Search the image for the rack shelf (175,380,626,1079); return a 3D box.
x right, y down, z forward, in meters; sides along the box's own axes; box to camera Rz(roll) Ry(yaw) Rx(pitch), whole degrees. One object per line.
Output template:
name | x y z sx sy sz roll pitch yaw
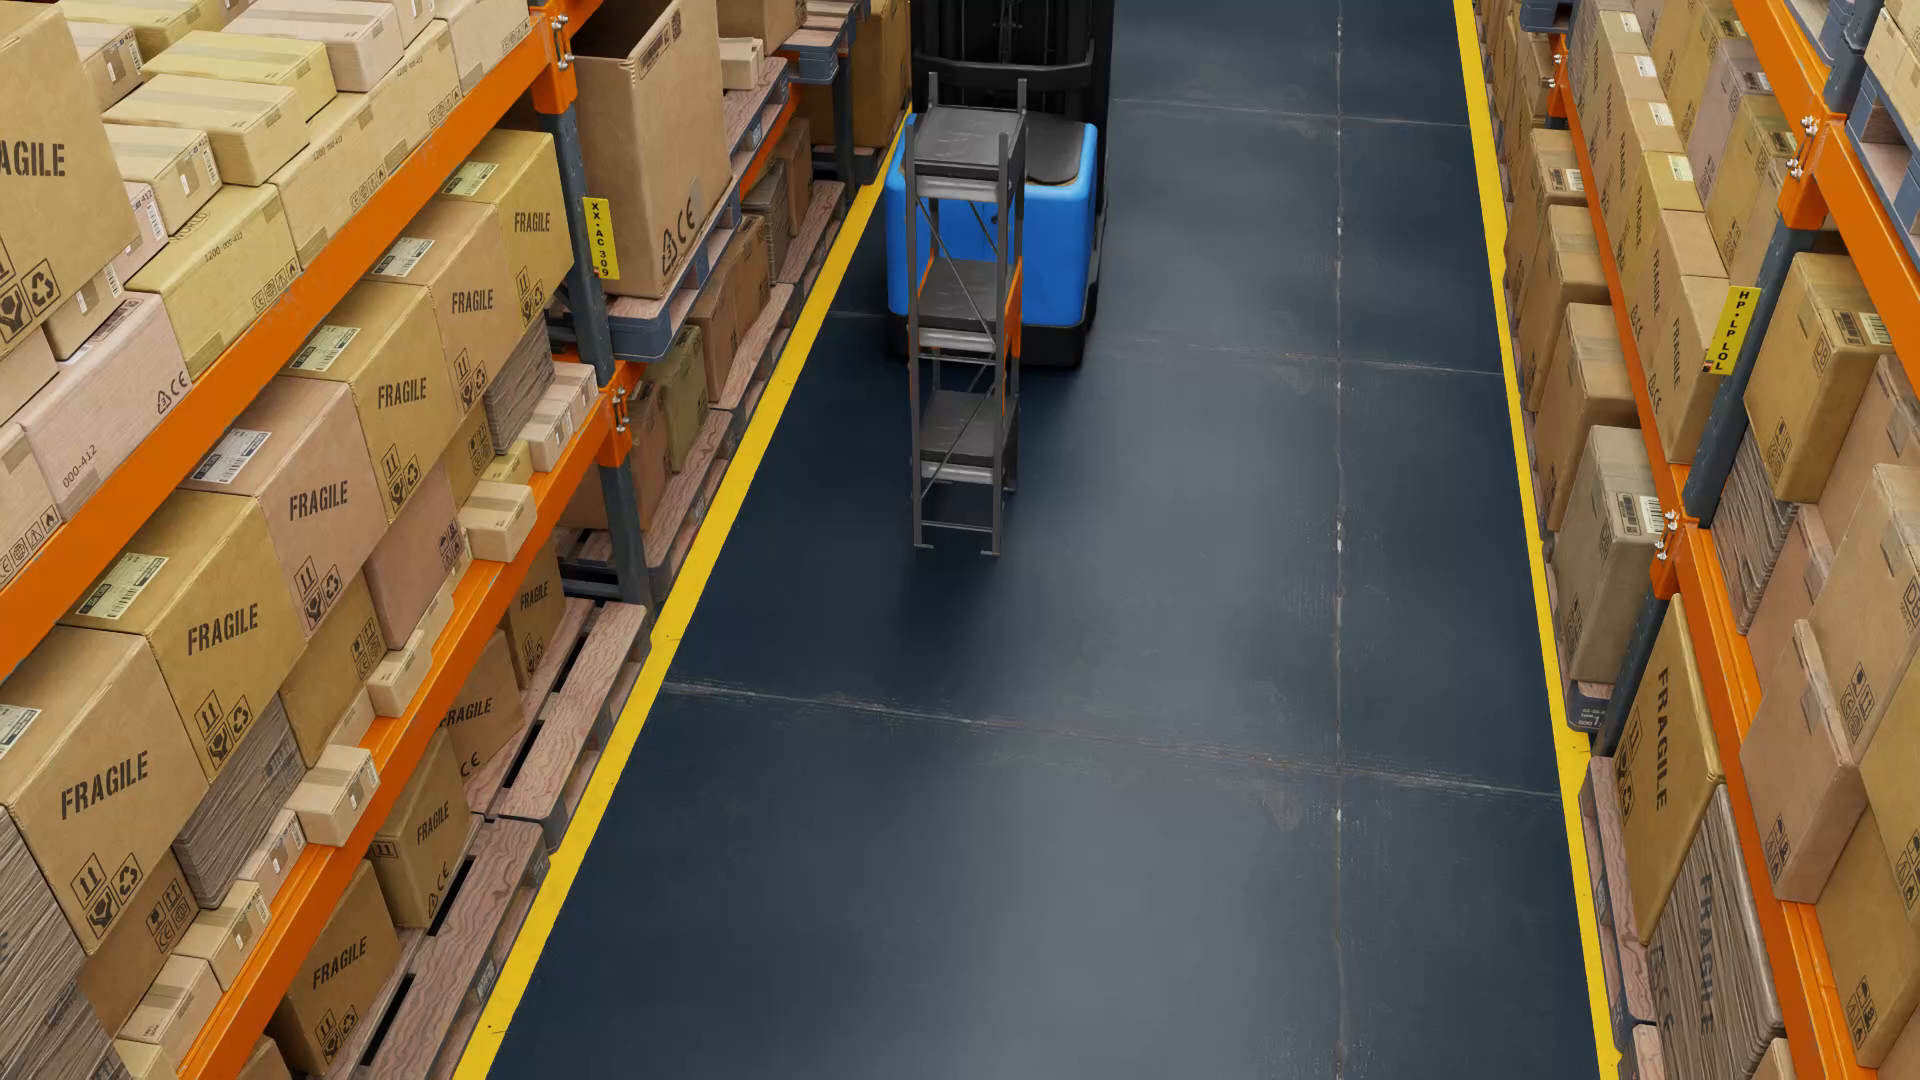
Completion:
rack shelf | -2.187 0.718 5.092 1.077 0.370 4.000 6 40 8

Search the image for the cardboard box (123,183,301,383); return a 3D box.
cardboard box | -1.938 -0.638 3.931 0.500 0.250 0.500 8 40 9

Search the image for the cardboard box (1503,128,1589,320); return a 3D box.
cardboard box | 3.525 -1.637 8.812 1.050 0.750 0.750 6 40 7

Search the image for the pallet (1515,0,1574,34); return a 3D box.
pallet | 3.737 -3.099 9.295 1.213 0.211 1.003 6 40 8

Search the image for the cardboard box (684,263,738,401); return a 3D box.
cardboard box | -1.516 -1.052 8.285 0.700 0.500 0.500 3 40 4

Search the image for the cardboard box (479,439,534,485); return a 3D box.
cardboard box | -1.744 -0.244 5.888 0.380 0.149 0.250 6 40 8

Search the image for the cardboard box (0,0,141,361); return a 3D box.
cardboard box | -2.011 -0.708 3.194 0.500 0.500 0.500 6 40 7

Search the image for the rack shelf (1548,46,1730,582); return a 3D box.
rack shelf | 3.372 -1.182 7.390 1.077 0.370 4.000 6 40 8

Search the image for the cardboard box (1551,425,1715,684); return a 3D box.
cardboard box | 3.045 0.102 6.709 1.050 0.750 0.750 6 40 7

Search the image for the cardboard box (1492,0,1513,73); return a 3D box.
cardboard box | 3.854 -3.326 11.051 0.500 0.500 0.500 7 40 8

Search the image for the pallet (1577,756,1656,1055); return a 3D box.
pallet | 2.818 1.339 5.964 1.003 0.211 1.213 6 40 8

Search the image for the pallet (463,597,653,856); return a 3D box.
pallet | -1.923 0.686 6.755 1.003 0.211 1.213 6 40 8

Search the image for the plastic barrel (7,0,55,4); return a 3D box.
plastic barrel | -5.959 -3.505 11.009 0.600 0.830 0.708 6 40 8

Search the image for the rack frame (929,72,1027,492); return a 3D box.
rack frame | 0.071 -1.066 7.392 0.400 2.100 0.015 6 40 8

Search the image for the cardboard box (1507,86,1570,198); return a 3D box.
cardboard box | 3.575 -2.355 9.876 0.500 0.500 0.500 6 40 7

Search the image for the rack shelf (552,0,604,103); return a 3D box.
rack shelf | -1.495 -2.948 7.172 1.077 0.370 4.000 6 40 8

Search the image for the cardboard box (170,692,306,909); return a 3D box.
cardboard box | -2.314 0.565 4.401 0.875 0.500 0.500 6 40 8

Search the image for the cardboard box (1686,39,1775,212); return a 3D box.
cardboard box | 3.281 -1.580 6.444 0.700 0.500 0.500 7 40 8

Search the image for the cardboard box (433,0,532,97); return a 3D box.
cardboard box | -1.663 -1.598 5.092 0.500 0.250 0.500 8 40 9

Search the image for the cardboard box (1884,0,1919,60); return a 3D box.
cardboard box | 2.666 -1.341 4.140 0.500 0.250 0.500 7 40 8

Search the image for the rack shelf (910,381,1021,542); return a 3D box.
rack shelf | 0.029 -0.363 7.661 0.431 0.518 0.480 6 40 8

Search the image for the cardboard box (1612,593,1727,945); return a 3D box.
cardboard box | 2.849 0.840 5.718 0.875 0.875 0.875 7 40 8

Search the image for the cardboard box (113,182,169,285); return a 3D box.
cardboard box | -2.002 -0.677 3.666 0.380 0.149 0.250 6 40 7

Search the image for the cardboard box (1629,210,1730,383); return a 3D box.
cardboard box | 2.941 -0.917 6.426 0.500 0.500 0.500 6 40 7

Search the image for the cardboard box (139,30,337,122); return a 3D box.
cardboard box | -1.847 -1.176 4.269 0.380 0.149 0.250 8 40 9

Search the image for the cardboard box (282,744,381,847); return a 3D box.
cardboard box | -1.894 0.710 4.735 0.380 0.149 0.250 6 40 8

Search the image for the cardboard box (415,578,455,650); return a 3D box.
cardboard box | -1.854 0.229 5.316 0.380 0.149 0.250 6 40 8

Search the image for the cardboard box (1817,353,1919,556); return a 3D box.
cardboard box | 2.948 -0.092 4.542 0.875 0.550 0.550 6 40 8

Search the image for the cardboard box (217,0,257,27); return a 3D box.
cardboard box | -2.248 -1.553 4.725 0.380 0.149 0.250 7 40 8

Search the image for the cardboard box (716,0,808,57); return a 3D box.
cardboard box | -1.201 -2.820 8.399 0.700 0.500 0.500 12 41 14

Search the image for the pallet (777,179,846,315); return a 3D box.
pallet | -1.286 -1.760 9.713 1.003 0.211 1.213 6 40 8

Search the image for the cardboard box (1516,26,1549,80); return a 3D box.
cardboard box | 3.655 -2.978 10.042 0.500 0.250 0.500 7 40 8

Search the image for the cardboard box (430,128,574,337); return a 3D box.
cardboard box | -1.648 -1.040 5.557 0.500 0.500 0.500 6 40 8

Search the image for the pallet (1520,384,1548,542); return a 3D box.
pallet | 3.294 -0.390 8.056 1.003 0.211 1.213 6 40 8

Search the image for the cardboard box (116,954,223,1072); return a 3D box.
cardboard box | -2.106 1.171 4.177 0.380 0.149 0.250 6 40 8

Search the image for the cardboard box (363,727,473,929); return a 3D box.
cardboard box | -2.072 0.992 5.828 0.500 0.500 0.500 3 40 4

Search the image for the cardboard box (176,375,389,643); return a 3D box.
cardboard box | -1.911 -0.099 4.419 0.500 0.500 0.500 6 40 8

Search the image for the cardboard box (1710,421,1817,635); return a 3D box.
cardboard box | 2.974 -0.029 5.313 0.875 0.550 0.550 6 40 8

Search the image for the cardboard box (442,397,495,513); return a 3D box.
cardboard box | -2.101 -0.382 5.546 0.875 0.500 0.500 6 40 8

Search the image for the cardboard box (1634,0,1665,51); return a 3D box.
cardboard box | 3.545 -2.540 7.605 0.700 0.500 0.500 6 40 7

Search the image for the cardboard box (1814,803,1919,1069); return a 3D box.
cardboard box | 2.699 0.988 4.083 0.875 0.550 0.500 6 40 8

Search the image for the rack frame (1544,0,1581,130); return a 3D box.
rack frame | 3.719 -2.714 8.679 1.000 3.000 0.127 6 40 8

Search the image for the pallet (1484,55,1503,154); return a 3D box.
pallet | 4.069 -2.893 11.084 1.003 0.211 1.213 6 40 8

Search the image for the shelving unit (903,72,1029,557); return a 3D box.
shelving unit | 0.029 -0.913 7.207 0.431 2.100 0.503 6 40 8

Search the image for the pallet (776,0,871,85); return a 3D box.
pallet | -1.167 -2.792 8.923 1.213 0.211 1.003 6 40 8

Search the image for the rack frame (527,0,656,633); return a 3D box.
rack frame | -1.841 -0.814 6.381 1.000 3.000 0.127 6 40 8

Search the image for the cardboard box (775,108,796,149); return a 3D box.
cardboard box | -1.235 -2.396 9.322 0.500 0.250 0.500 8 40 9

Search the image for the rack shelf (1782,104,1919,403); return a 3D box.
rack shelf | 2.680 0.172 3.398 1.077 0.370 4.000 6 40 8

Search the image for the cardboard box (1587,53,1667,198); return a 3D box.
cardboard box | 3.202 -1.865 7.573 0.500 0.500 0.500 6 40 8

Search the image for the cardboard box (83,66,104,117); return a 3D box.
cardboard box | -2.390 -1.074 4.145 0.380 0.149 0.250 6 40 7

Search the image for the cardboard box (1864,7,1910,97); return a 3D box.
cardboard box | 2.629 -1.273 4.370 0.380 0.149 0.250 6 40 7

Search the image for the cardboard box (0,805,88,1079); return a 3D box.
cardboard box | -2.170 0.842 3.280 0.500 0.500 0.500 6 40 8

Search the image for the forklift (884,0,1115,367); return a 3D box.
forklift | 0.308 -2.976 9.049 1.130 2.935 3.031 5 40 6

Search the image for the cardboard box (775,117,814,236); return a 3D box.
cardboard box | -1.245 -2.108 9.562 0.700 0.500 0.500 4 40 5
